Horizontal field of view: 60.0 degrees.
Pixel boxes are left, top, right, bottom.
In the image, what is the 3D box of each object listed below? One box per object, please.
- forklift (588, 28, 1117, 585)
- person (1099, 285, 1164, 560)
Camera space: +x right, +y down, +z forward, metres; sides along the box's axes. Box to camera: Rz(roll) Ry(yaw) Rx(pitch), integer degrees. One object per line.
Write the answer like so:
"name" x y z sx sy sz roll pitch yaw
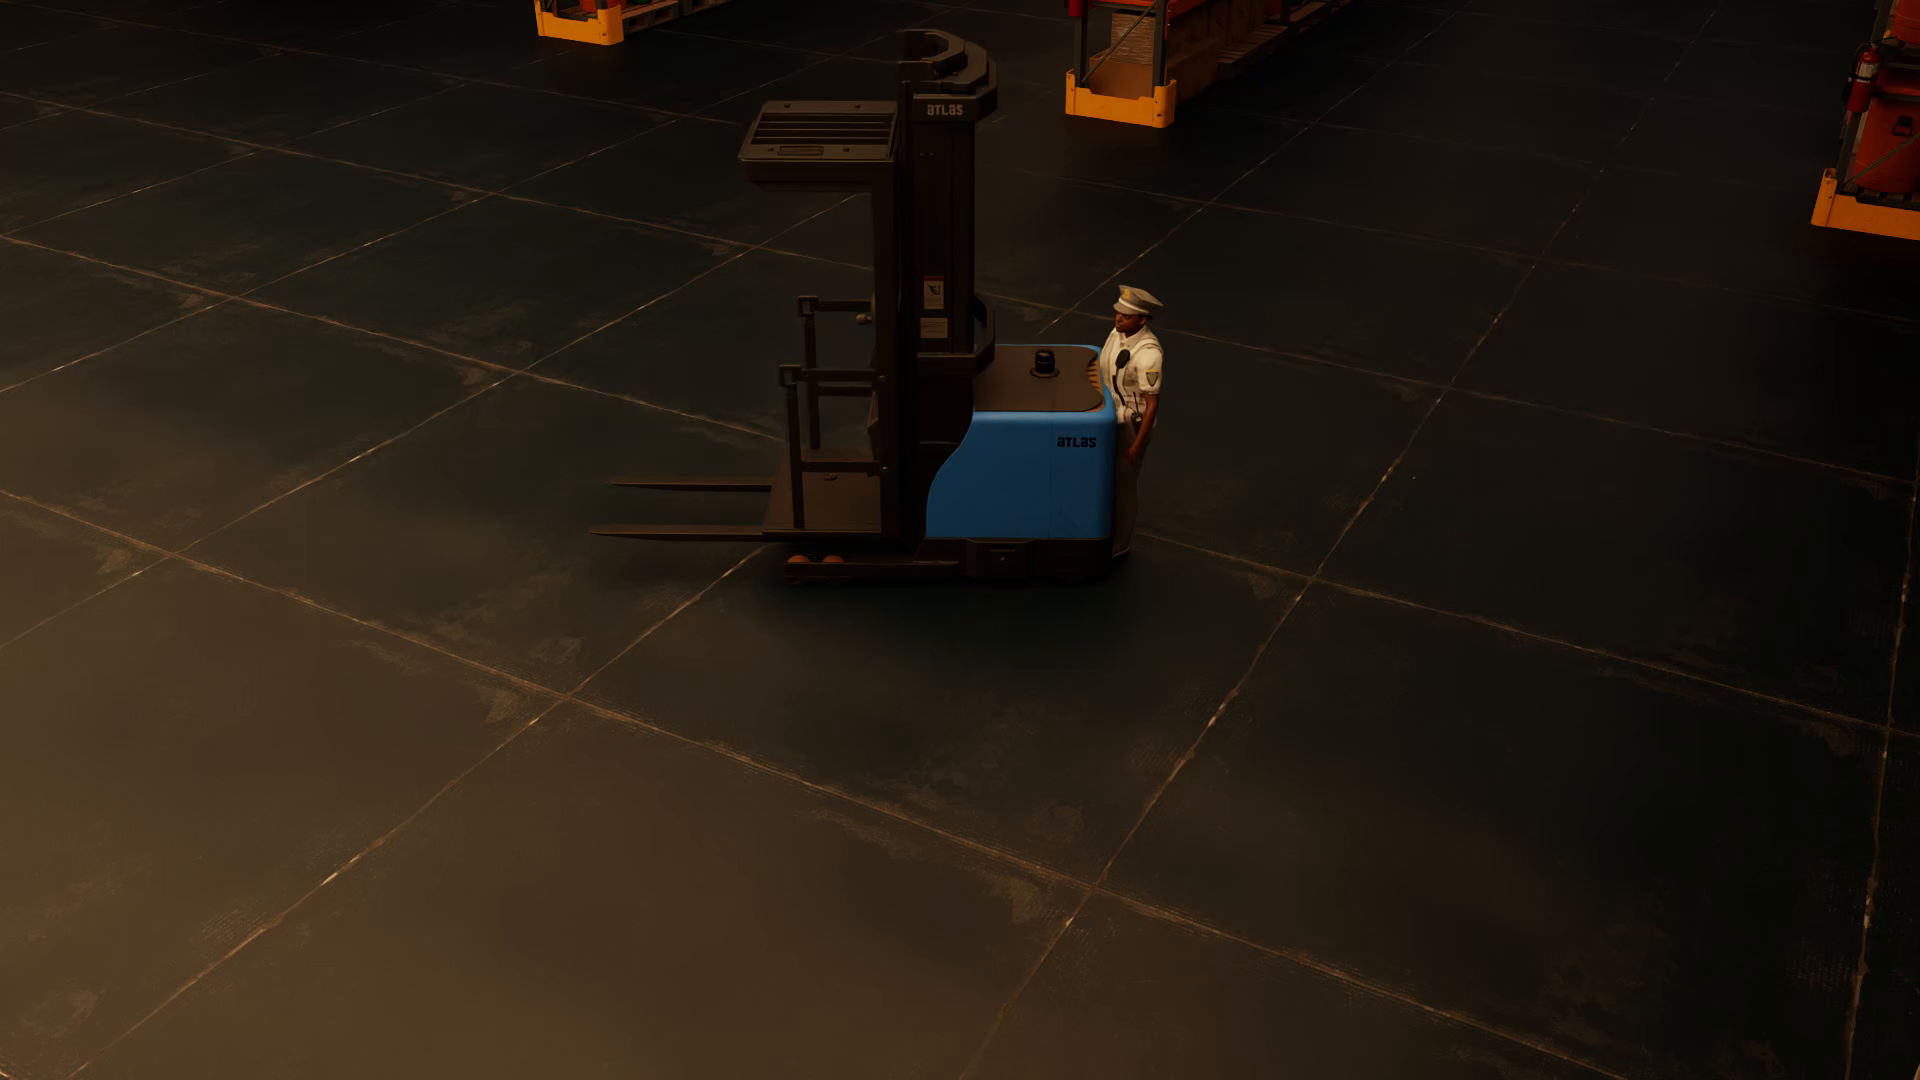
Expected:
"forklift" -0.635 -1.275 9.280 3.031 2.935 1.130 0 30 1
"person" 0.831 -0.654 9.427 0.562 1.692 0.575 -12 32 -20
